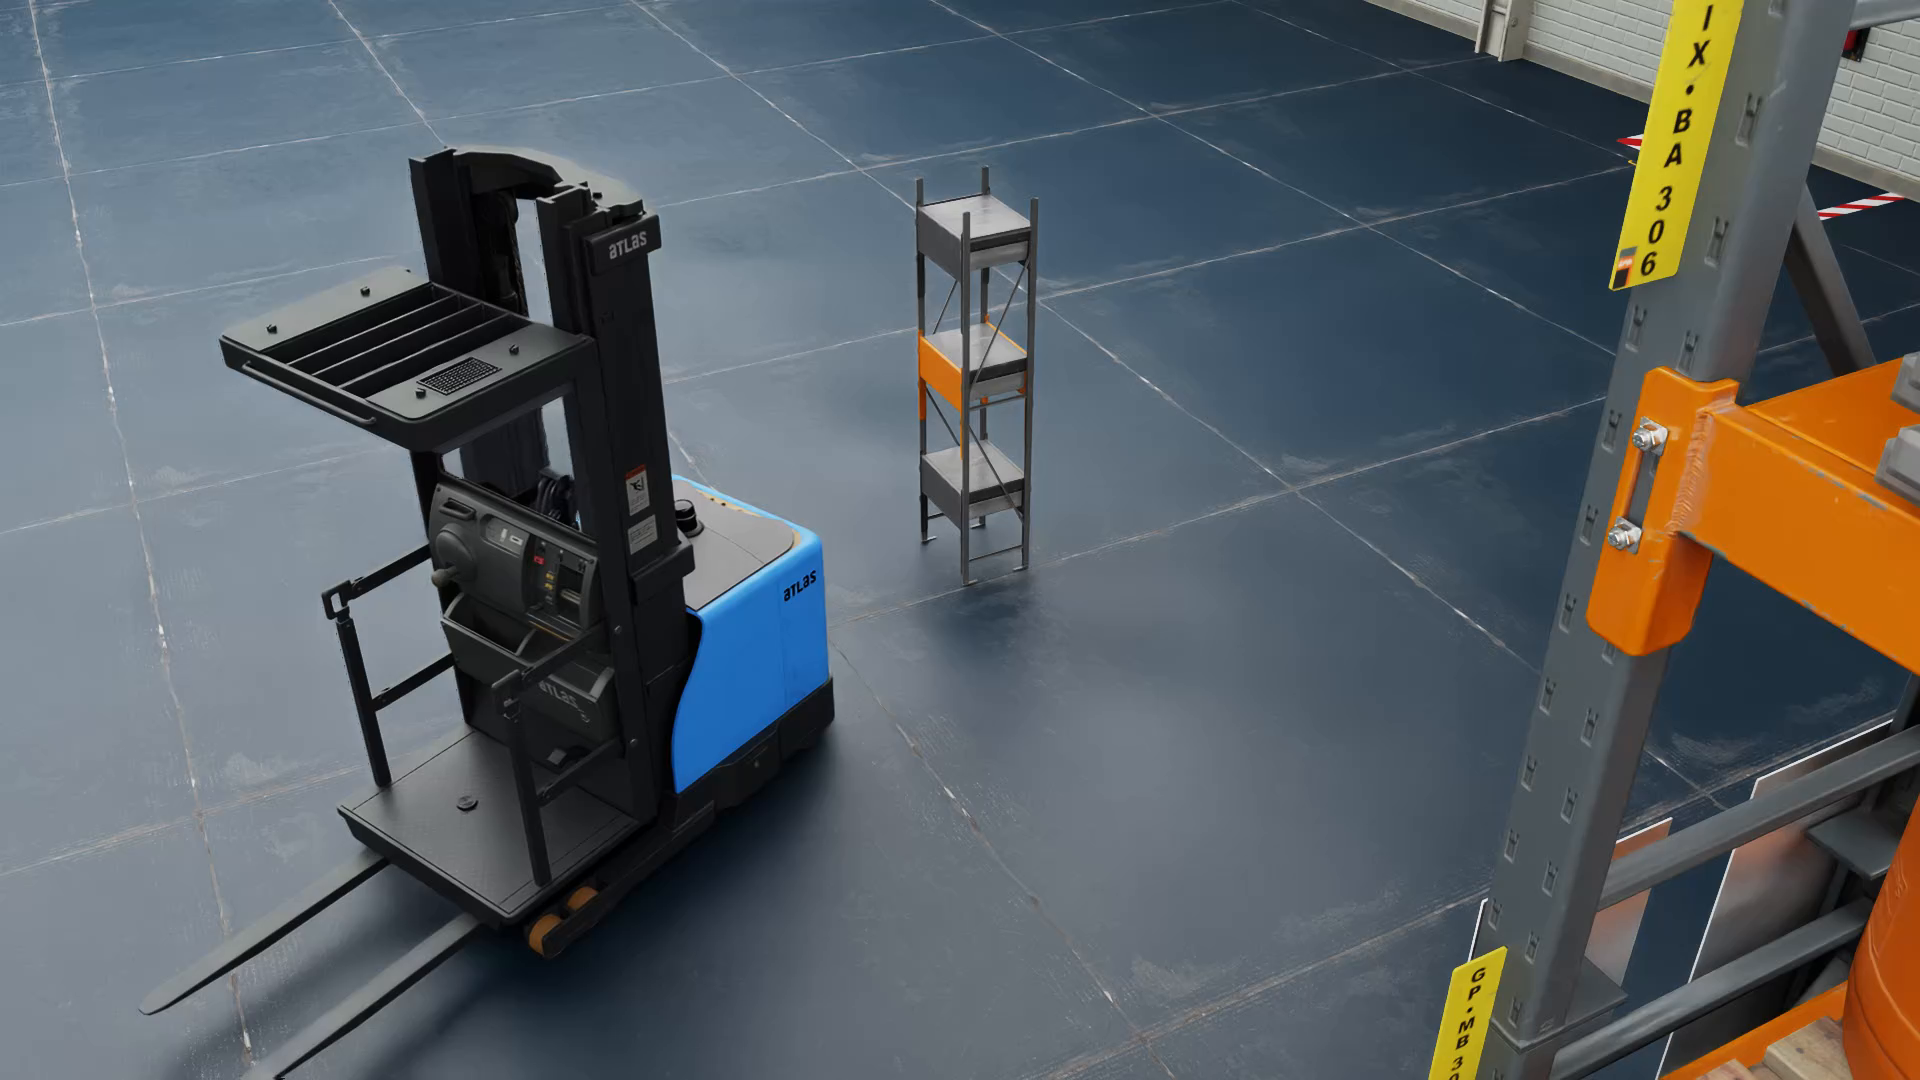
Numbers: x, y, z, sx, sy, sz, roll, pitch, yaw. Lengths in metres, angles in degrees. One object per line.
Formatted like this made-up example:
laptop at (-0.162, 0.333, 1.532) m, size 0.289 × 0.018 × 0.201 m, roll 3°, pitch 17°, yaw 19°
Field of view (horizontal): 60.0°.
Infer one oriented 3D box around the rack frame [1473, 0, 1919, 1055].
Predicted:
rack frame at (1.249, -0.648, 1.920) m, size 1.000 × 3.000 × 0.127 m, roll -16°, pitch 36°, yaw -23°

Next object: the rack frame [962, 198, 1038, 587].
rack frame at (0.191, -0.689, 8.379) m, size 0.400 × 2.100 × 0.015 m, roll -16°, pitch 36°, yaw -23°

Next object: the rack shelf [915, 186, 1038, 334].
rack shelf at (0.077, -1.383, 8.190) m, size 0.431 × 0.518 × 0.480 m, roll -16°, pitch 36°, yaw -23°

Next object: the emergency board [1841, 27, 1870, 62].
emergency board at (7.189, -4.550, 13.571) m, size 0.194 × 1.169 × 0.643 m, roll -16°, pitch 36°, yaw -23°

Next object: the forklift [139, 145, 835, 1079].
forklift at (-1.869, 0.132, 6.327) m, size 1.130 × 2.935 × 3.031 m, roll 22°, pitch 39°, yaw 30°

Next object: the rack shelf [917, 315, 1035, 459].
rack shelf at (0.077, -0.794, 8.568) m, size 0.431 × 0.518 × 0.480 m, roll -16°, pitch 36°, yaw -23°

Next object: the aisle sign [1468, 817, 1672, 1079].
aisle sign at (0.956, 0.822, 2.776) m, size 0.394 × 0.787 × 0.004 m, roll -16°, pitch 36°, yaw -23°

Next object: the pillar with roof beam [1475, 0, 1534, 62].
pillar with roof beam at (1.701, -7.668, 12.876) m, size 9.100 × 9.000 × 0.400 m, roll -16°, pitch 36°, yaw -23°

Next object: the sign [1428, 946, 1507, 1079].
sign at (0.760, 0.747, 2.514) m, size 0.100 × 0.325 × 0.005 m, roll -16°, pitch 36°, yaw -23°

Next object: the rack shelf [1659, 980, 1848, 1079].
rack shelf at (2.181, 1.872, 1.434) m, size 1.077 × 0.370 × 4.000 m, roll -16°, pitch 36°, yaw -23°

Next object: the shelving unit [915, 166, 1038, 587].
shelving unit at (0.077, -0.805, 8.560) m, size 0.431 × 2.100 × 0.503 m, roll -16°, pitch 36°, yaw -23°

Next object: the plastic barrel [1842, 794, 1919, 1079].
plastic barrel at (1.588, 0.457, 2.188) m, size 0.600 × 0.830 × 0.708 m, roll -16°, pitch 36°, yaw -23°

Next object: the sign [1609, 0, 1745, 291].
sign at (0.760, -0.424, 1.764) m, size 0.100 × 0.325 × 0.005 m, roll -16°, pitch 36°, yaw -23°

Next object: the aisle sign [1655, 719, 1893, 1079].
aisle sign at (1.478, 0.674, 3.007) m, size 0.394 × 0.787 × 0.004 m, roll -16°, pitch 36°, yaw -23°

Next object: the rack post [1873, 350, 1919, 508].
rack post at (1.489, -0.045, 1.442) m, size 0.937 × 0.300 × 0.954 m, roll -12°, pitch 35°, yaw -18°

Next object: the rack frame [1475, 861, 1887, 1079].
rack frame at (1.249, 1.878, 3.539) m, size 1.000 × 3.000 × 0.127 m, roll -16°, pitch 36°, yaw -23°

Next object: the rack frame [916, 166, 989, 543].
rack frame at (-0.037, -0.922, 8.742) m, size 0.400 × 2.100 × 0.015 m, roll -16°, pitch 36°, yaw -23°

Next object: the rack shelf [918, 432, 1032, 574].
rack shelf at (0.077, -0.204, 8.945) m, size 0.431 × 0.518 × 0.480 m, roll -16°, pitch 36°, yaw -23°

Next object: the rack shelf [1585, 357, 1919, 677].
rack shelf at (2.181, 0.777, 0.732) m, size 1.077 × 0.370 × 4.000 m, roll -16°, pitch 36°, yaw -23°
